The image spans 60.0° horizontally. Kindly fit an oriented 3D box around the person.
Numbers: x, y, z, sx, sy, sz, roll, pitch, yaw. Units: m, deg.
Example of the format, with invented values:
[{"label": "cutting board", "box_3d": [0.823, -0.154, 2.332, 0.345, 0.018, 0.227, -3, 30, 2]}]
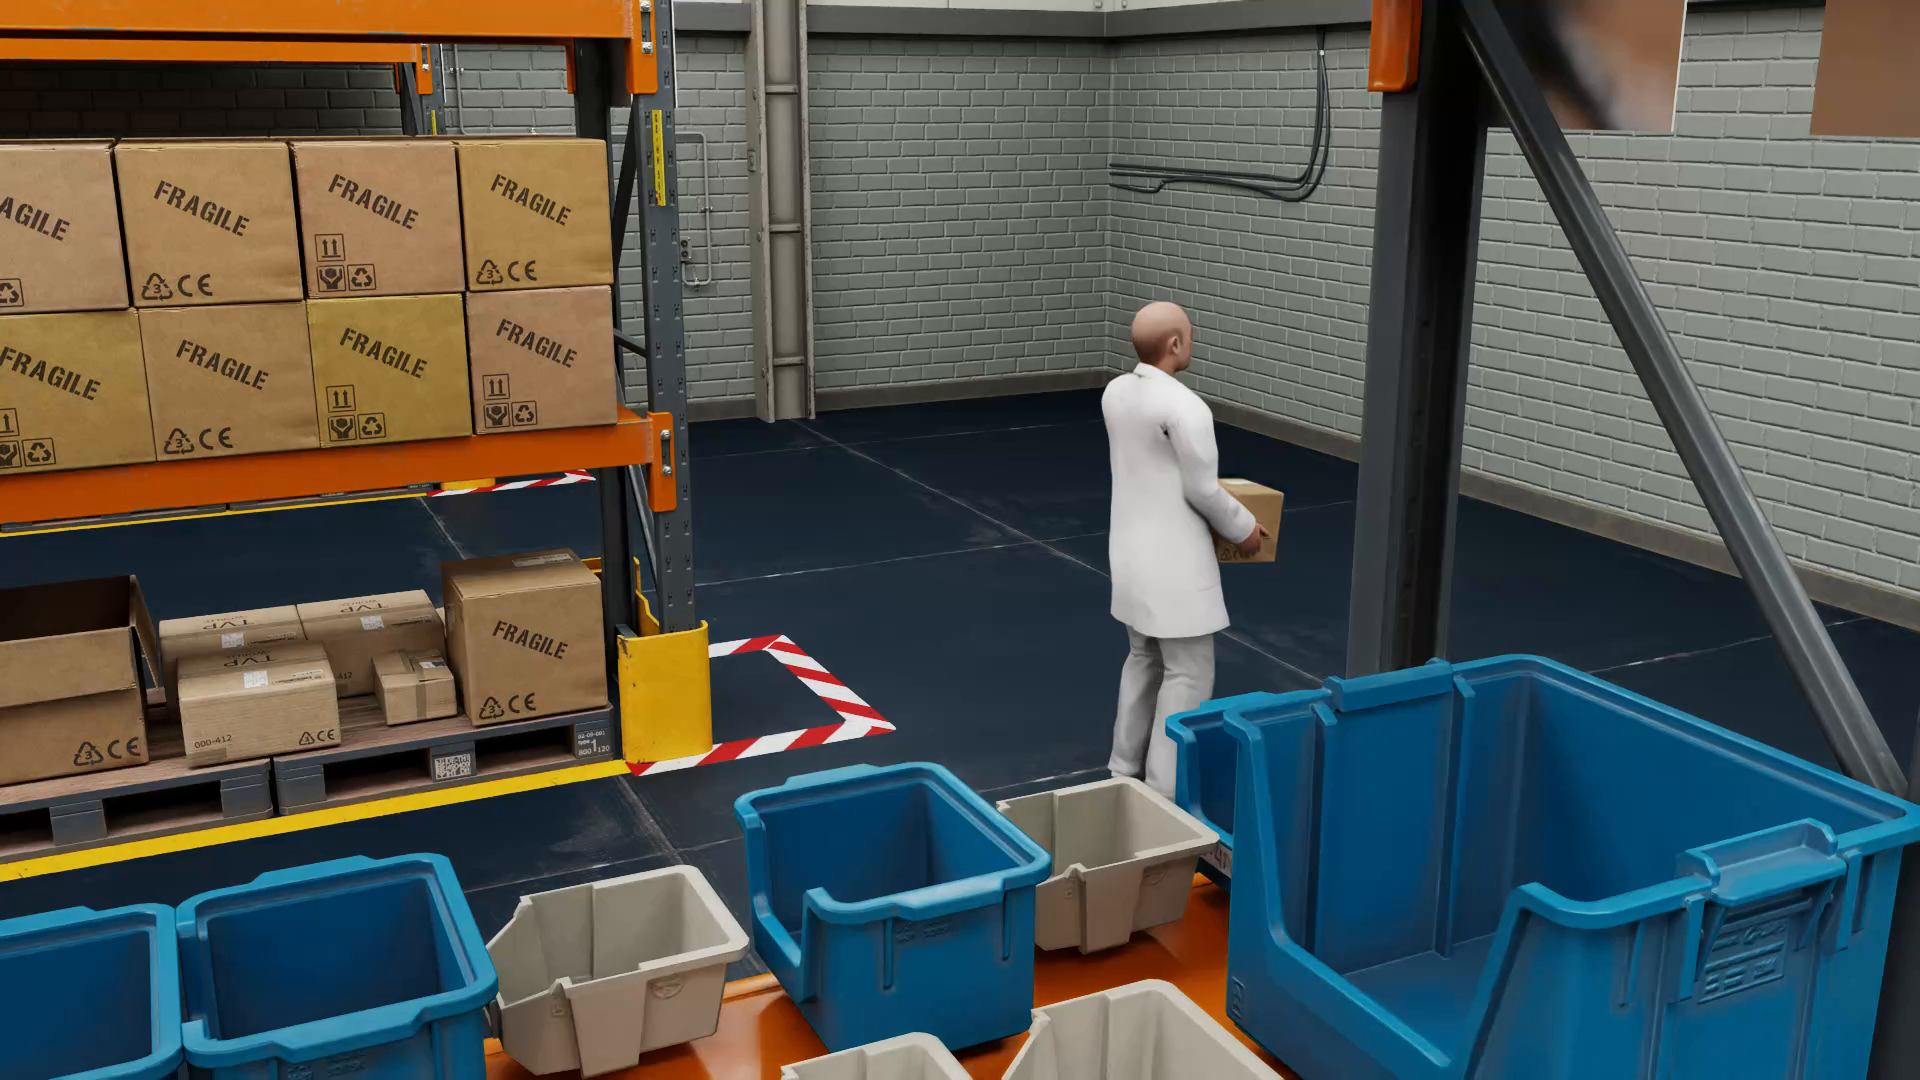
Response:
[{"label": "person", "box_3d": [0.790, 0.054, 5.830, 0.517, 1.782, 0.559, -7, 17, -25]}]
